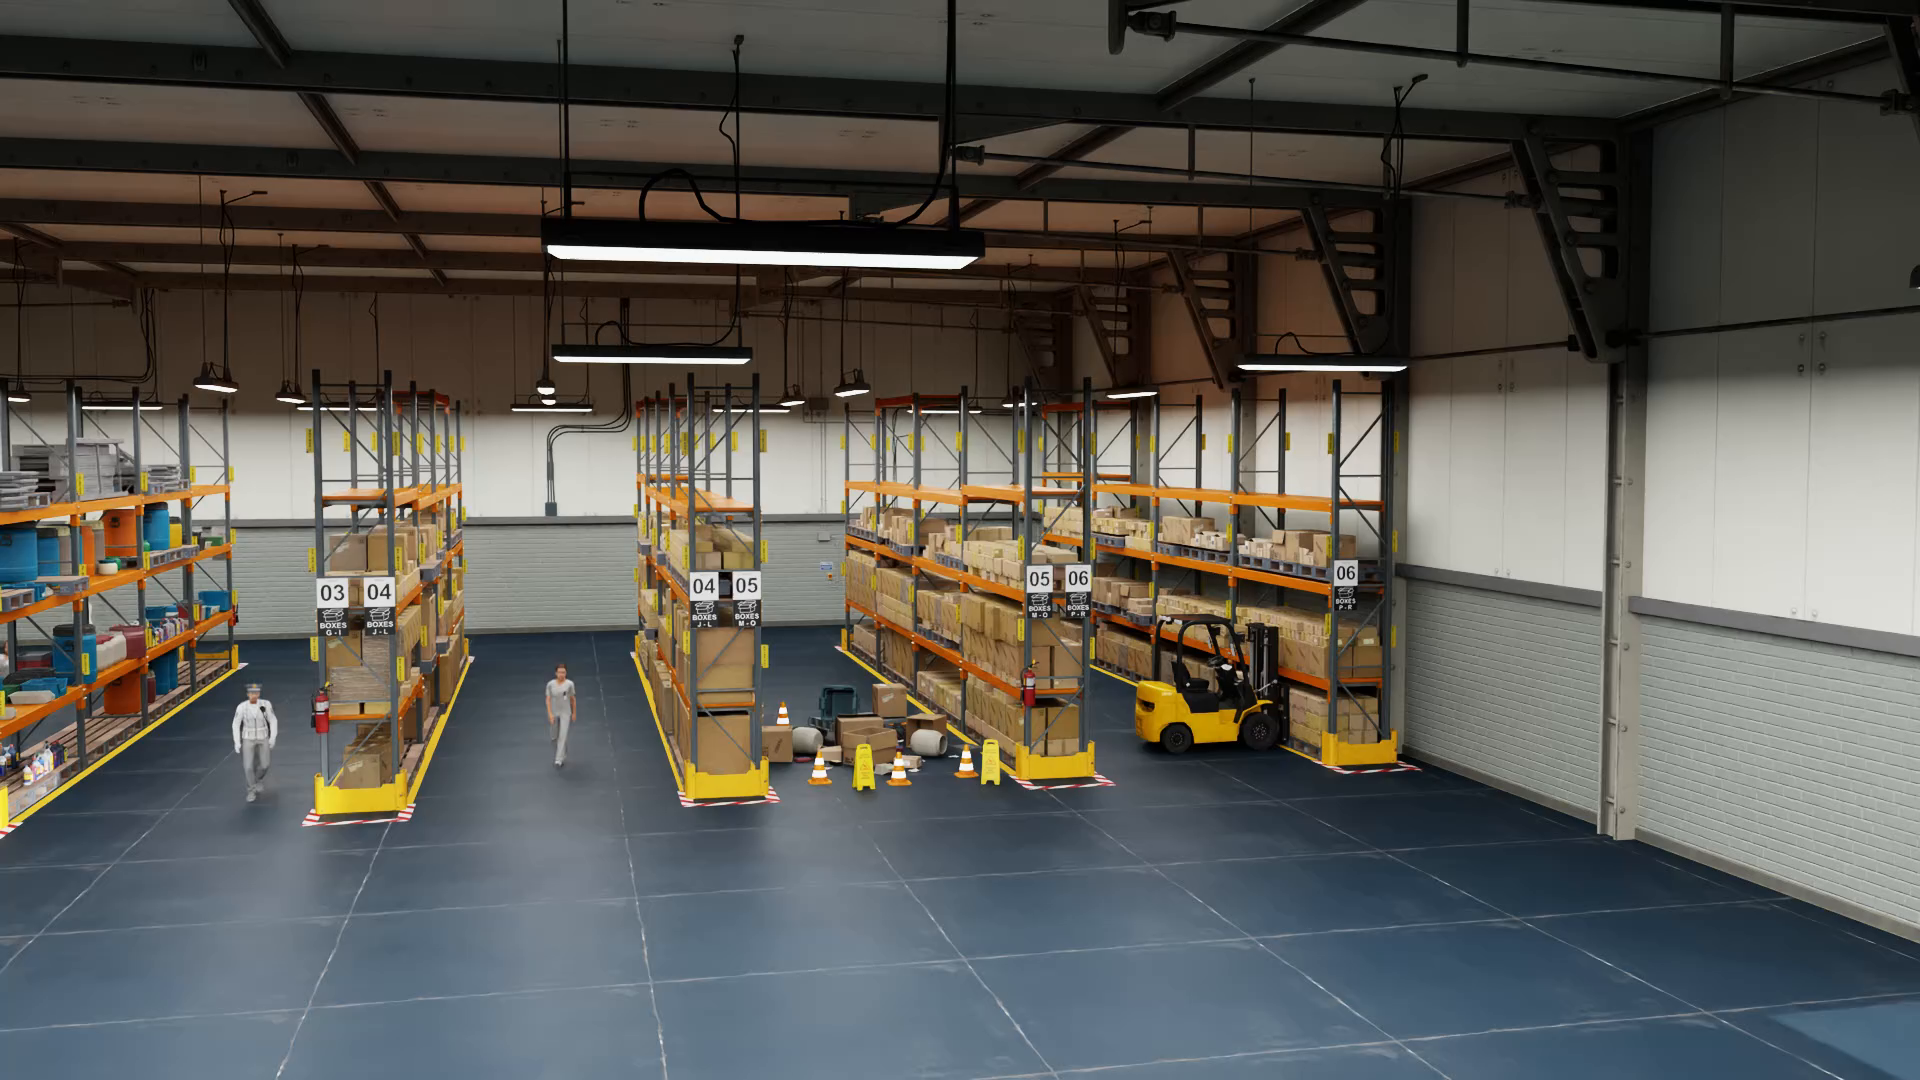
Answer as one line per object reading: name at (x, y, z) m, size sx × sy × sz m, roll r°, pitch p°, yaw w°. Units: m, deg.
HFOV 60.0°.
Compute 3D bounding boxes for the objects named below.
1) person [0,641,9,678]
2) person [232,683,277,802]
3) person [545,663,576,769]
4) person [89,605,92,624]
person at (-16.579, 2.531, 28.954) m, size 0.453 × 1.544 × 0.983 m, roll -1°, pitch 4°, yaw -23°
person at (-9.982, 2.828, 23.531) m, size 0.569 × 1.659 × 0.549 m, roll -1°, pitch 4°, yaw -22°
person at (-6.219, 2.706, 25.808) m, size 0.438 × 1.589 × 1.116 m, roll 0°, pitch 3°, yaw -4°
person at (-19.426, 2.013, 36.798) m, size 0.696 × 1.798 × 0.623 m, roll -1°, pitch 3°, yaw -15°
